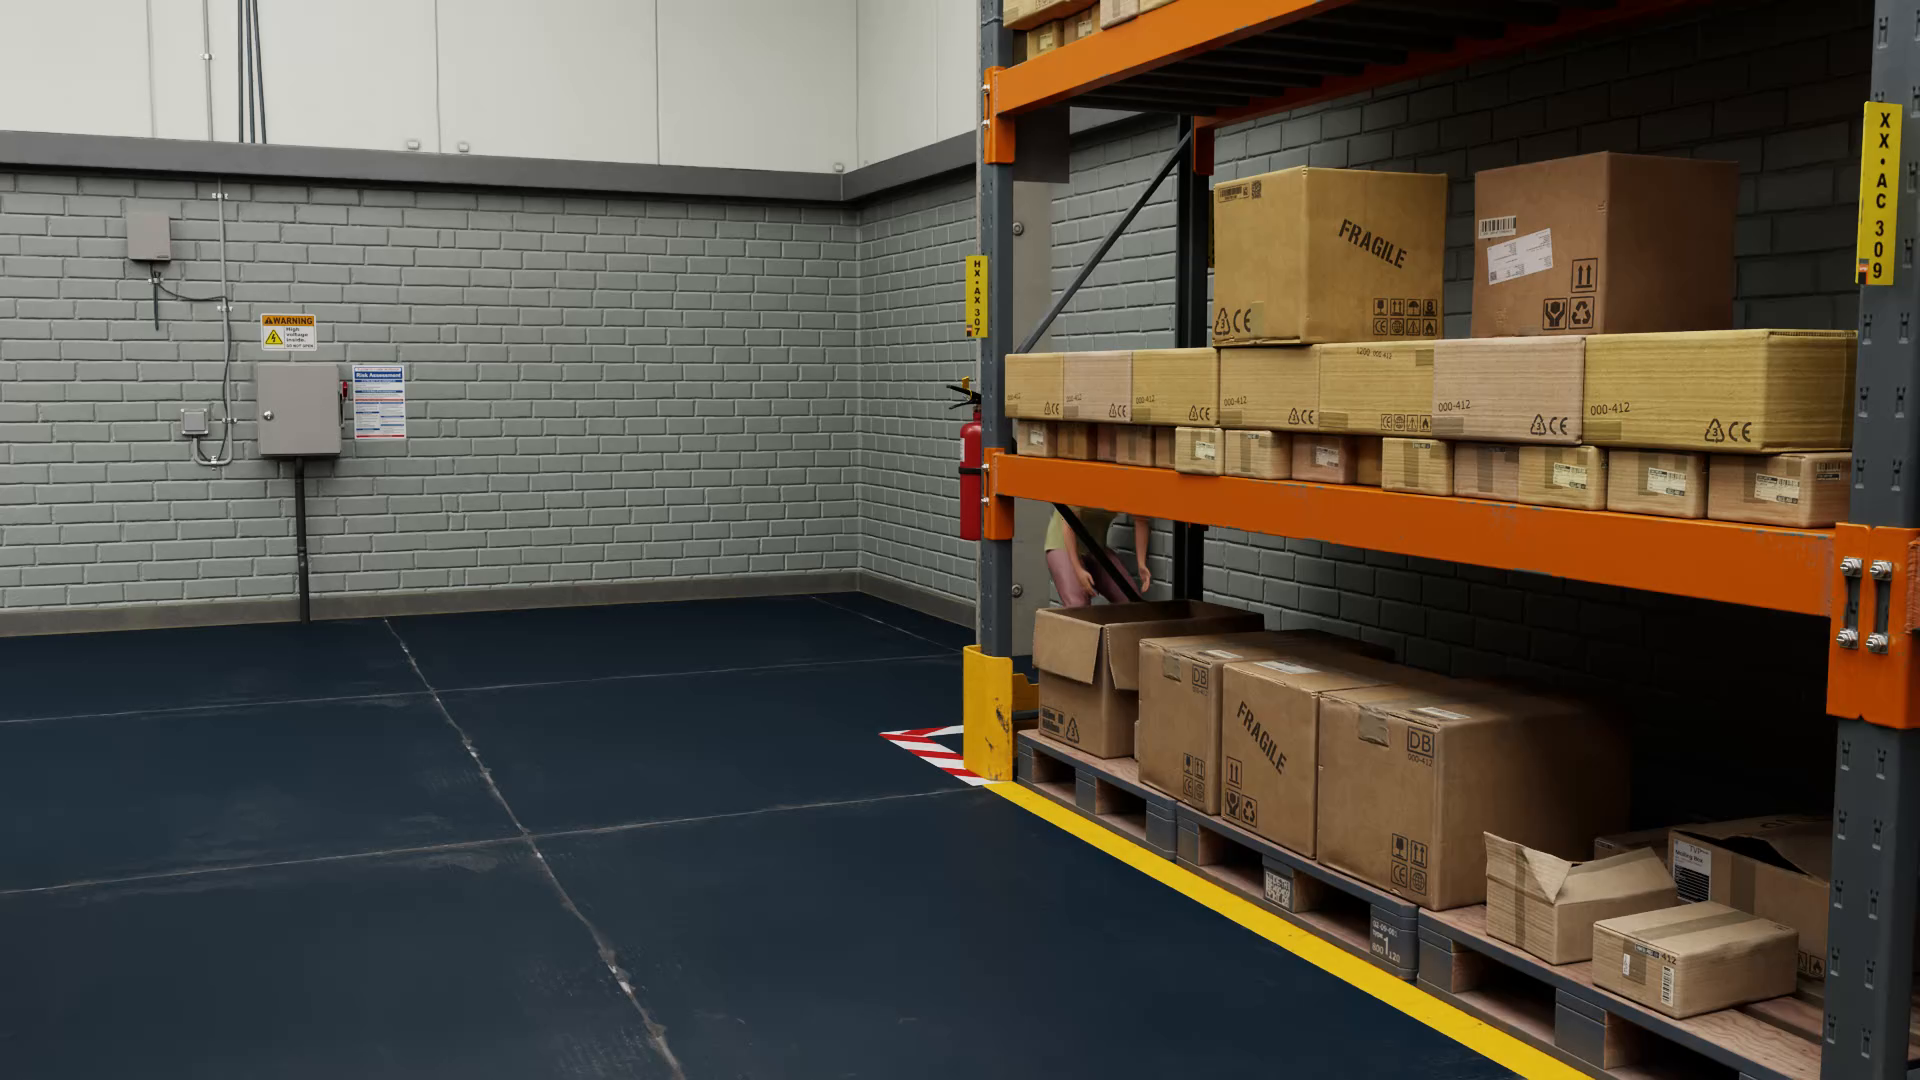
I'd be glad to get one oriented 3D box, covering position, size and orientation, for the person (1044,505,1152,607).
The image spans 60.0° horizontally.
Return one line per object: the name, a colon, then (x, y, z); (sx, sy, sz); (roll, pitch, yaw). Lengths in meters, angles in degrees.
person: (0.725, 0.095, 8.643); (0.511, 1.363, 0.651); (-2, 6, -24)
